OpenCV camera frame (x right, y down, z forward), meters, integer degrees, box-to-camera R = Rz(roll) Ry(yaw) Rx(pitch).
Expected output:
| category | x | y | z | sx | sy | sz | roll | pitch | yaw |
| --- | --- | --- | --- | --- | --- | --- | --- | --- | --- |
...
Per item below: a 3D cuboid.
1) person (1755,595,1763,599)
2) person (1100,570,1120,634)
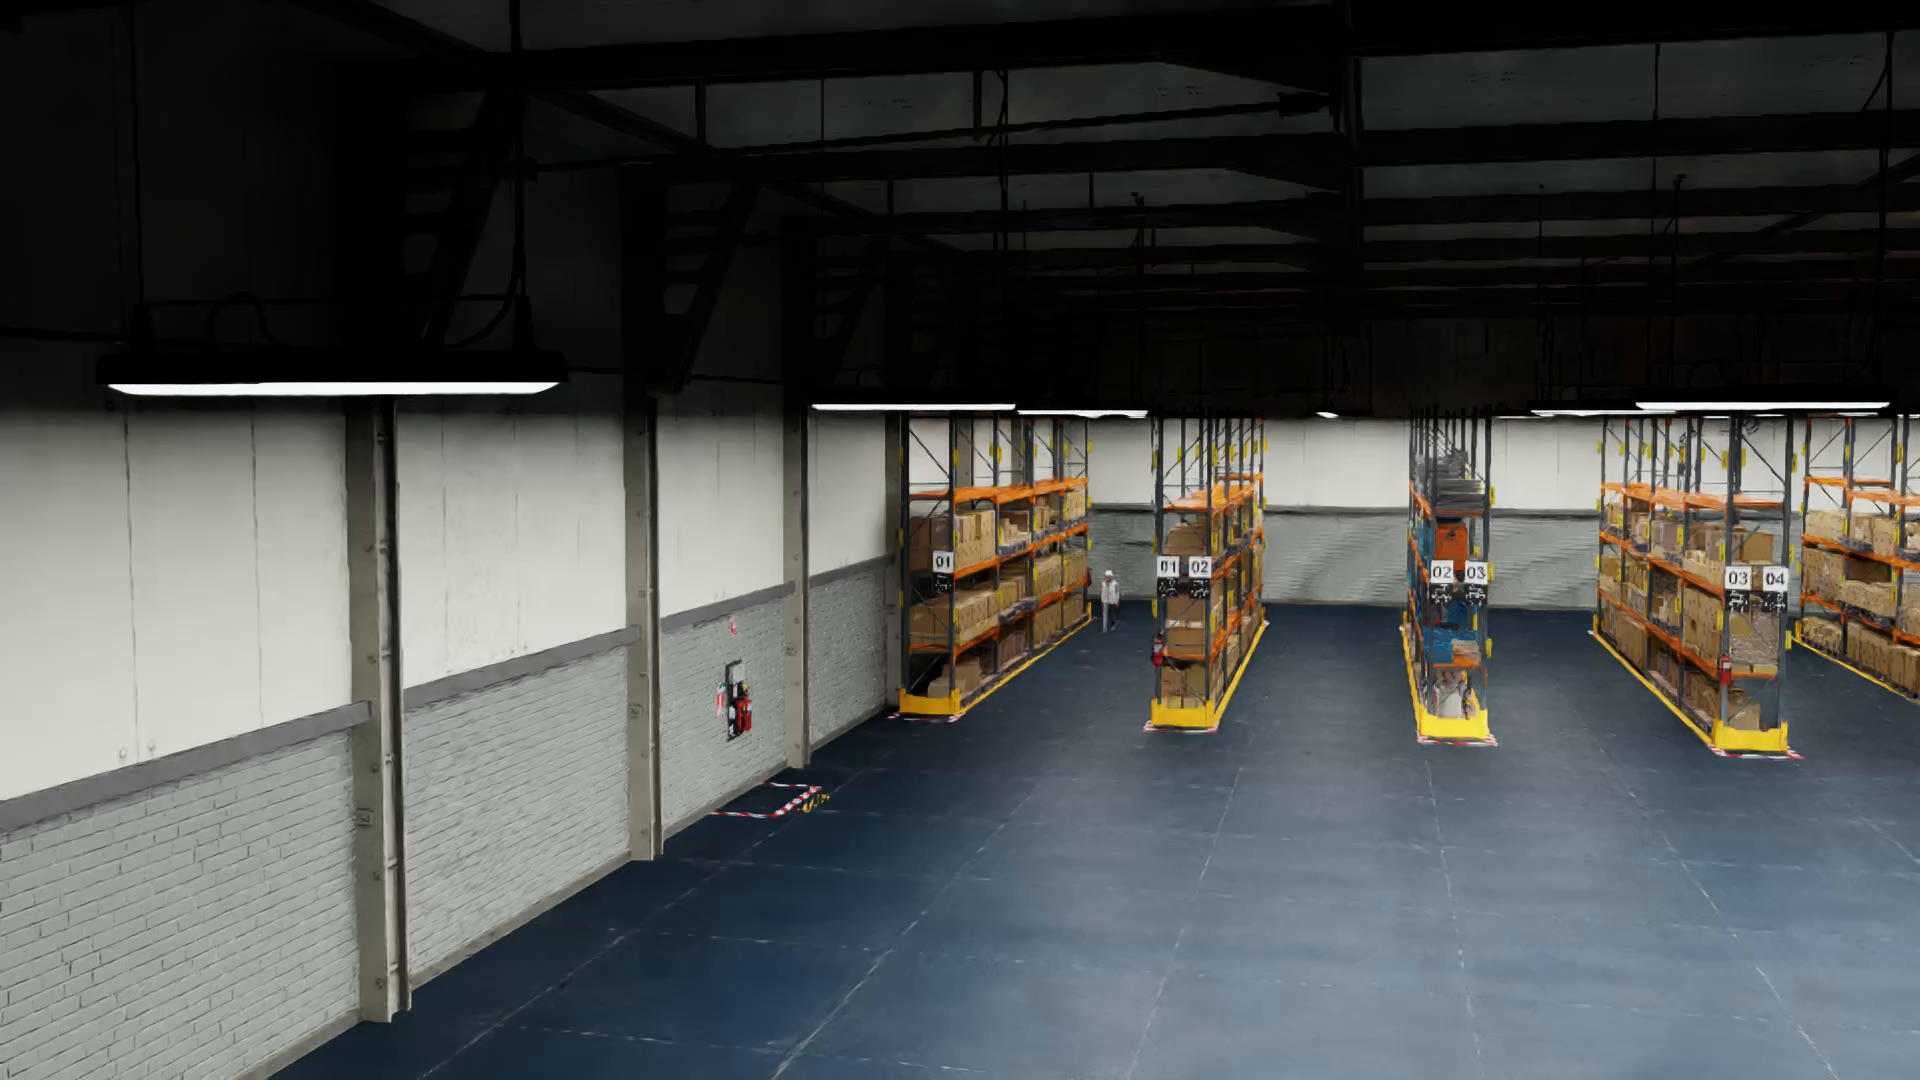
| category | x | y | z | sx | sy | sz | roll | pitch | yaw |
| --- | --- | --- | --- | --- | --- | --- | --- | --- | --- |
| person | 22.871 | 1.478 | 47.478 | 0.539 | 1.663 | 1.025 | 2 | 4 | 23 |
| person | 4.040 | 1.652 | 44.775 | 0.553 | 1.725 | 1.030 | 1 | 4 | 12 |
